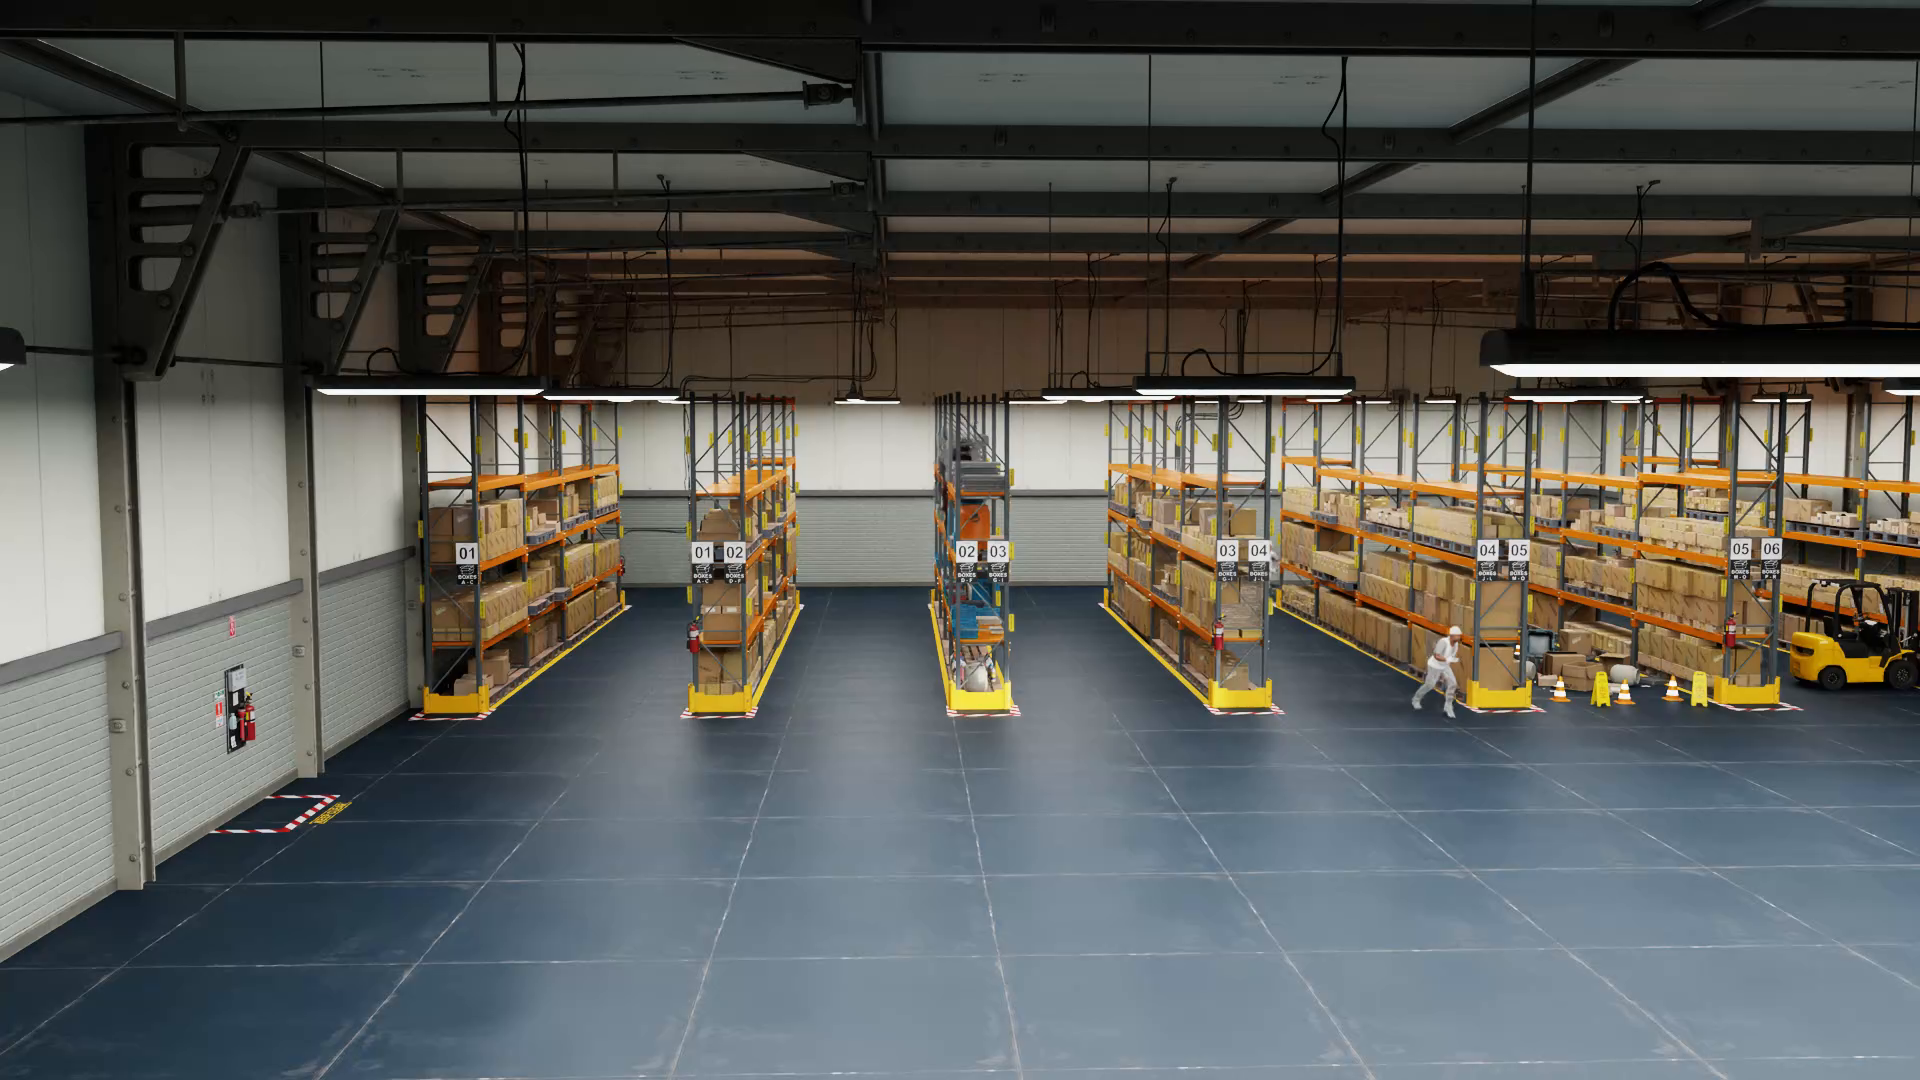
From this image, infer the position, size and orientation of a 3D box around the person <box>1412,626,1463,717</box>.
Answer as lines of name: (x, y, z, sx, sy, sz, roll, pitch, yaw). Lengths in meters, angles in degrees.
person: (8.902, 2.432, 30.973, 0.729, 1.726, 1.035, -4, 6, -41)

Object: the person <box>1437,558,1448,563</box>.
person: (14.849, 0.805, 51.133, 0.756, 1.719, 0.546, -2, 5, -23)

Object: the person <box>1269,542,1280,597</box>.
person: (9.084, 0.928, 48.880, 0.826, 1.756, 0.700, -4, 6, -39)
